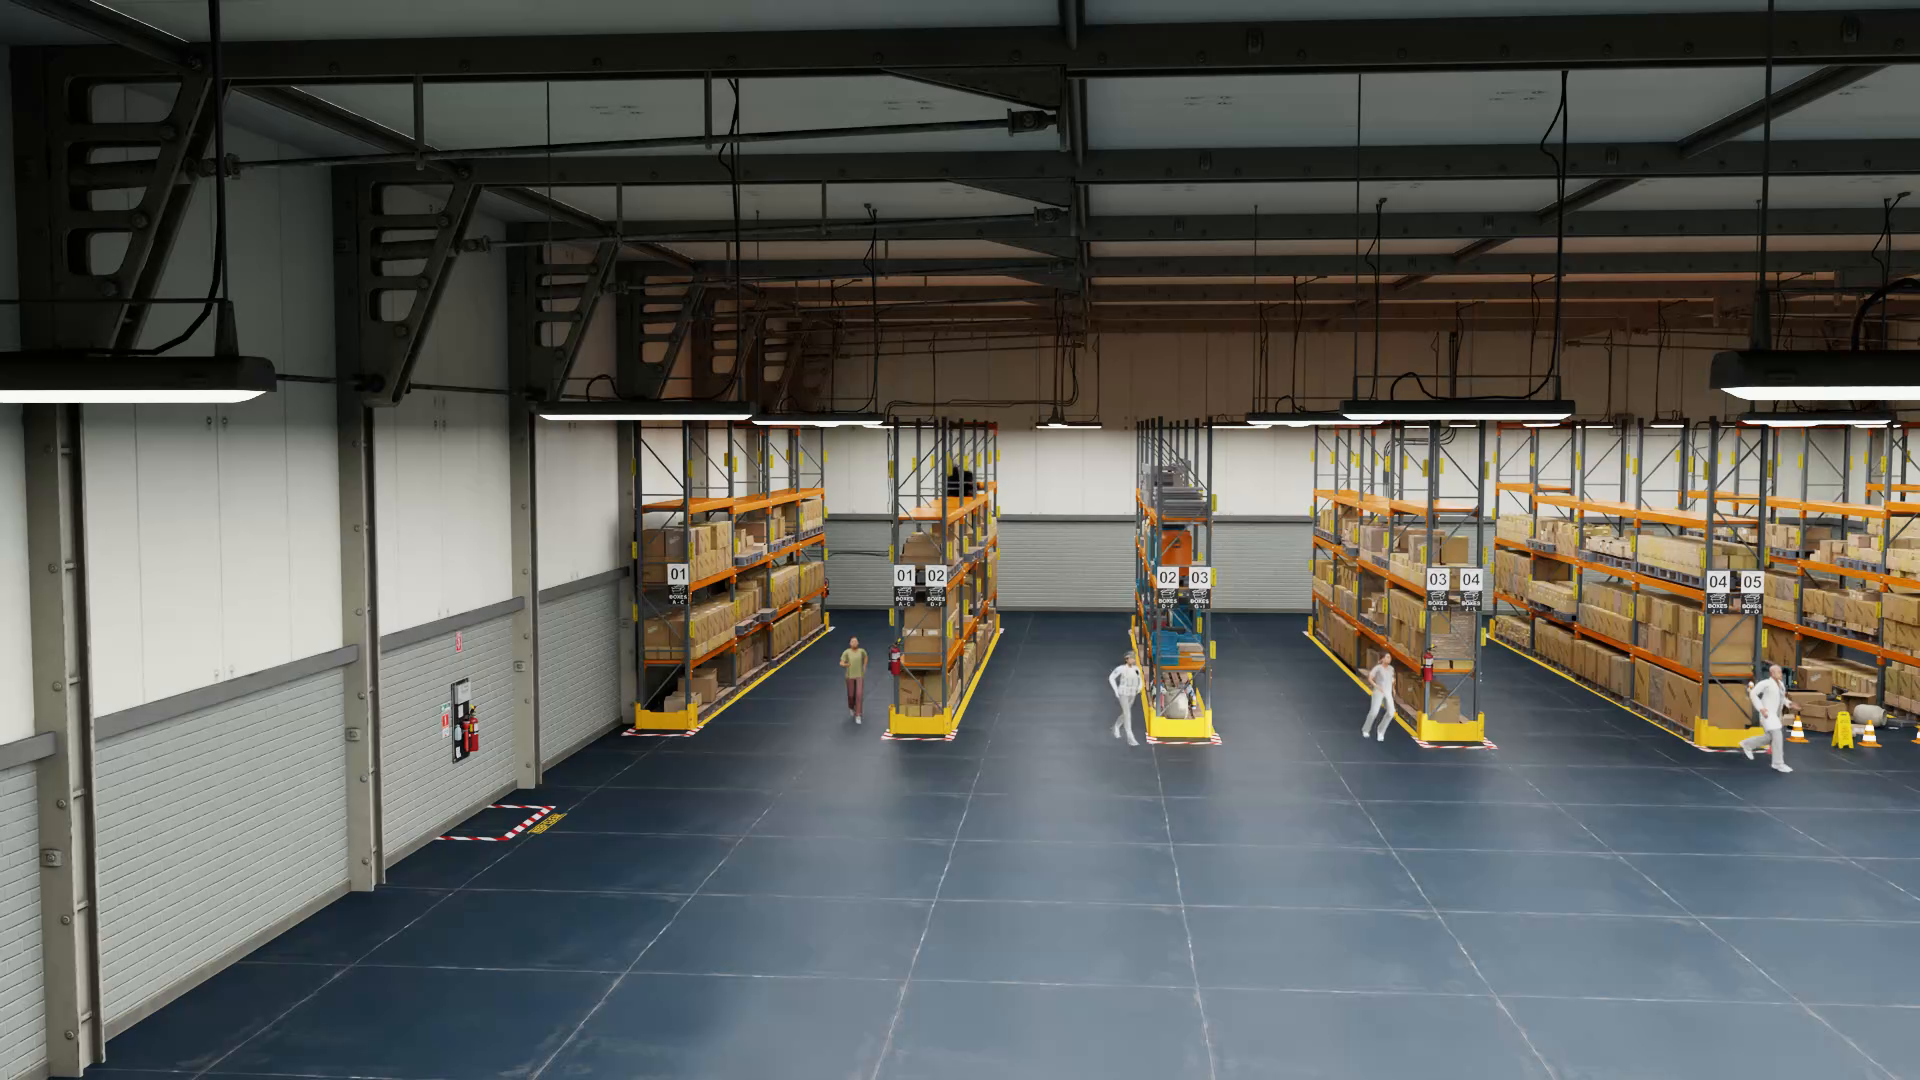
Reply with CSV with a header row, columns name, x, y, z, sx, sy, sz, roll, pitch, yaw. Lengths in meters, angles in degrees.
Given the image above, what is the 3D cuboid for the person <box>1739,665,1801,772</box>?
name,x,y,z,sx,sy,sz,roll,pitch,yaw
person,13.721,2.997,28.290,0.686,1.767,1.001,-3,5,-35

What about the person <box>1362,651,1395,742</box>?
name,x,y,z,sx,sy,sz,roll,pitch,yaw
person,7.864,2.889,30.900,0.625,1.660,0.666,-1,4,-14

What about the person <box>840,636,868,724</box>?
name,x,y,z,sx,sy,sz,roll,pitch,yaw
person,-2.085,2.721,32.802,0.574,1.674,0.950,0,4,-7

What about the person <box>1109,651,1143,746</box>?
name,x,y,z,sx,sy,sz,roll,pitch,yaw
person,3.087,2.873,30.605,0.612,1.691,0.899,-2,4,-28
